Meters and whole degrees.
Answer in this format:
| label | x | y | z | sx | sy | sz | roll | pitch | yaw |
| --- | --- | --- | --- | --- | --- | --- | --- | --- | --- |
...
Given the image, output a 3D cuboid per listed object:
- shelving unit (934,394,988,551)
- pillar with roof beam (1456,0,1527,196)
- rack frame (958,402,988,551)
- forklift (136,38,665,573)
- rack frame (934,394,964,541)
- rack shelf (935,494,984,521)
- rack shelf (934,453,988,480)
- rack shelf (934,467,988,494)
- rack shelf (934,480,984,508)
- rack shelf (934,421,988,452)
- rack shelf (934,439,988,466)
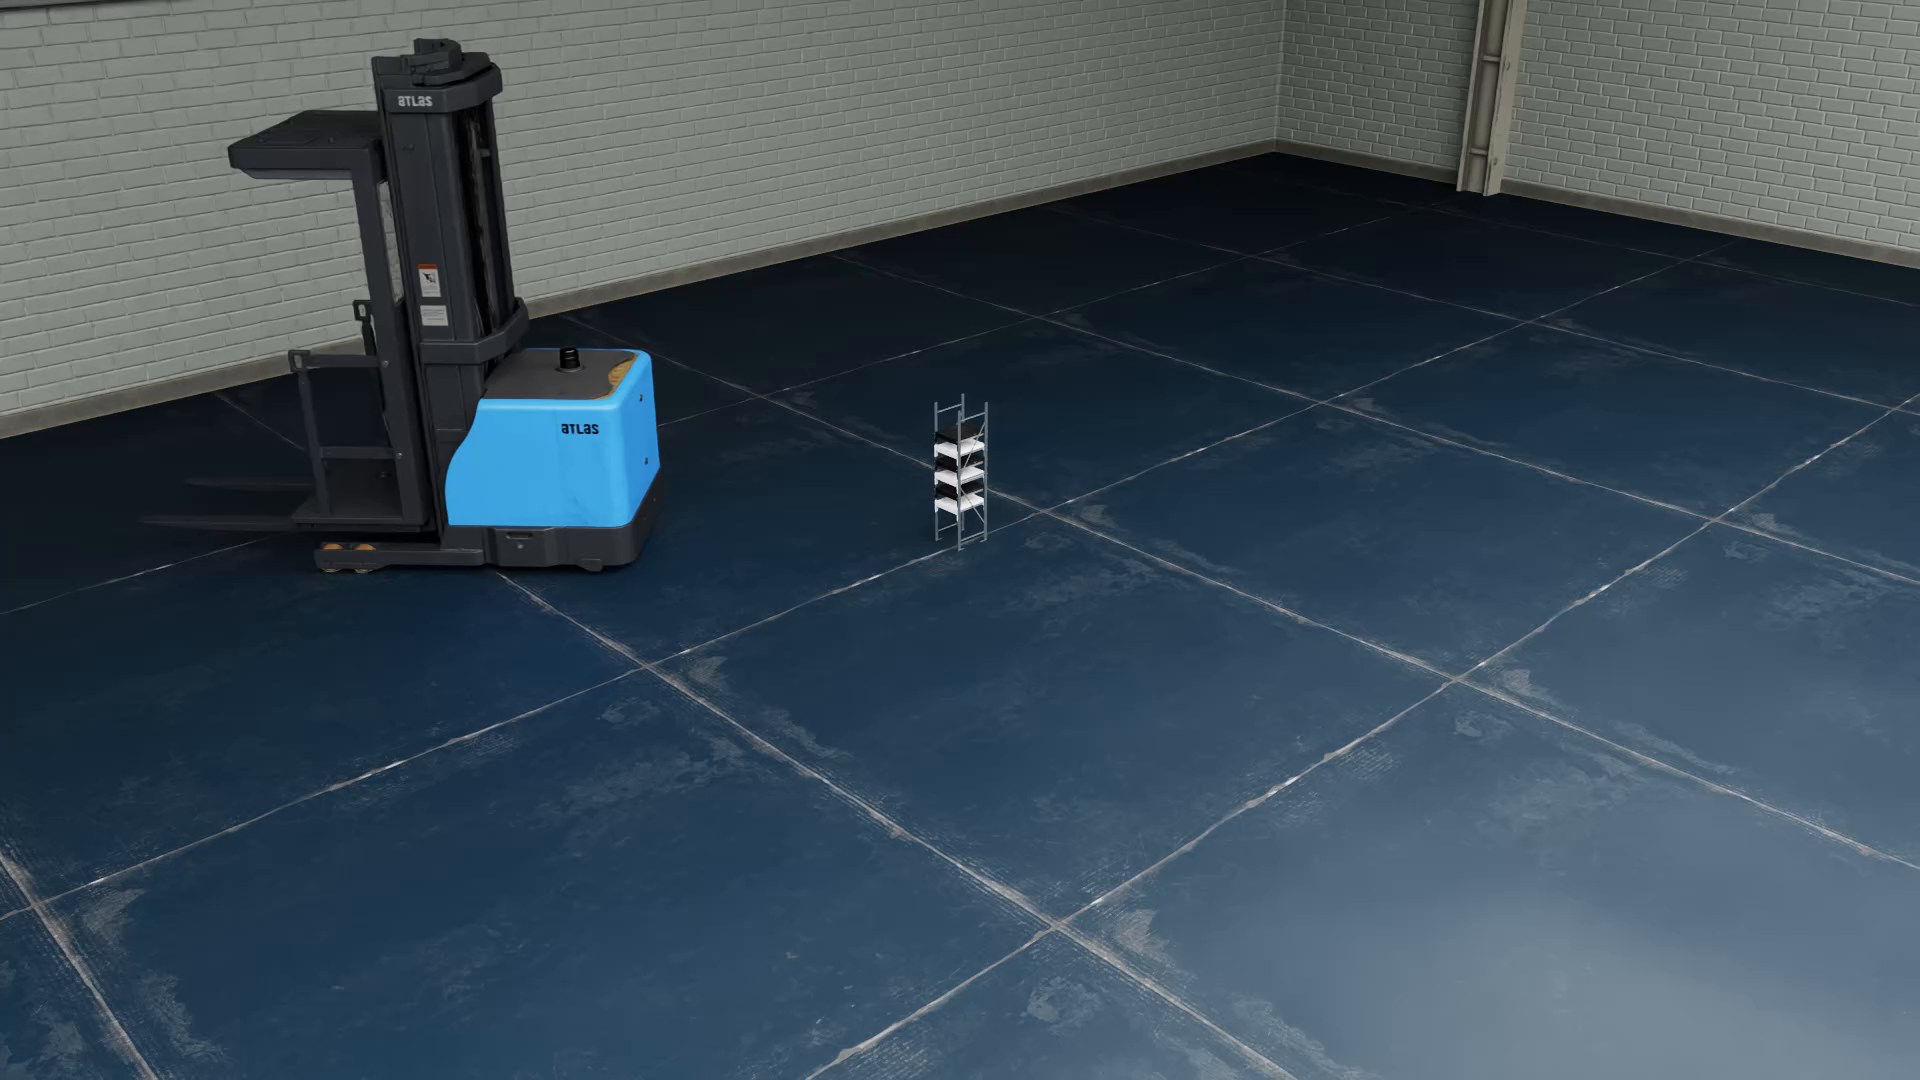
| label | x | y | z | sx | sy | sz | roll | pitch | yaw |
| --- | --- | --- | --- | --- | --- | --- | --- | --- | --- |
| shelving unit | 0.006 | -0.407 | 10.058 | 0.258 | 0.900 | 0.210 | -21 | 32 | -38 |
| pillar with roof beam | 2.772 | -6.852 | 14.427 | 9.100 | 9.000 | 0.400 | -21 | 32 | -38 |
| rack frame | 0.075 | -0.376 | 9.990 | 0.240 | 0.900 | 0.006 | -21 | 32 | -38 |
| forklift | -3.413 | -1.357 | 9.693 | 3.031 | 2.935 | 1.130 | 1 | 25 | 2 |
| rack frame | -0.064 | -0.438 | 10.125 | 0.240 | 0.900 | 0.006 | -21 | 32 | -38 |
| rack shelf | 0.006 | -0.213 | 10.146 | 0.258 | 0.077 | 0.200 | -21 | 32 | -38 |
| rack shelf | 0.006 | -0.459 | 10.034 | 0.258 | 0.077 | 0.200 | -21 | 32 | -38 |
| rack shelf | 0.006 | -0.377 | 10.072 | 0.258 | 0.077 | 0.200 | -21 | 32 | -38 |
| rack shelf | 0.006 | -0.295 | 10.109 | 0.258 | 0.077 | 0.200 | -21 | 32 | -38 |
| rack shelf | 0.006 | -0.622 | 9.960 | 0.258 | 0.077 | 0.200 | -21 | 32 | -38 |
| rack shelf | 0.006 | -0.540 | 9.997 | 0.258 | 0.077 | 0.200 | -21 | 32 | -38 |
